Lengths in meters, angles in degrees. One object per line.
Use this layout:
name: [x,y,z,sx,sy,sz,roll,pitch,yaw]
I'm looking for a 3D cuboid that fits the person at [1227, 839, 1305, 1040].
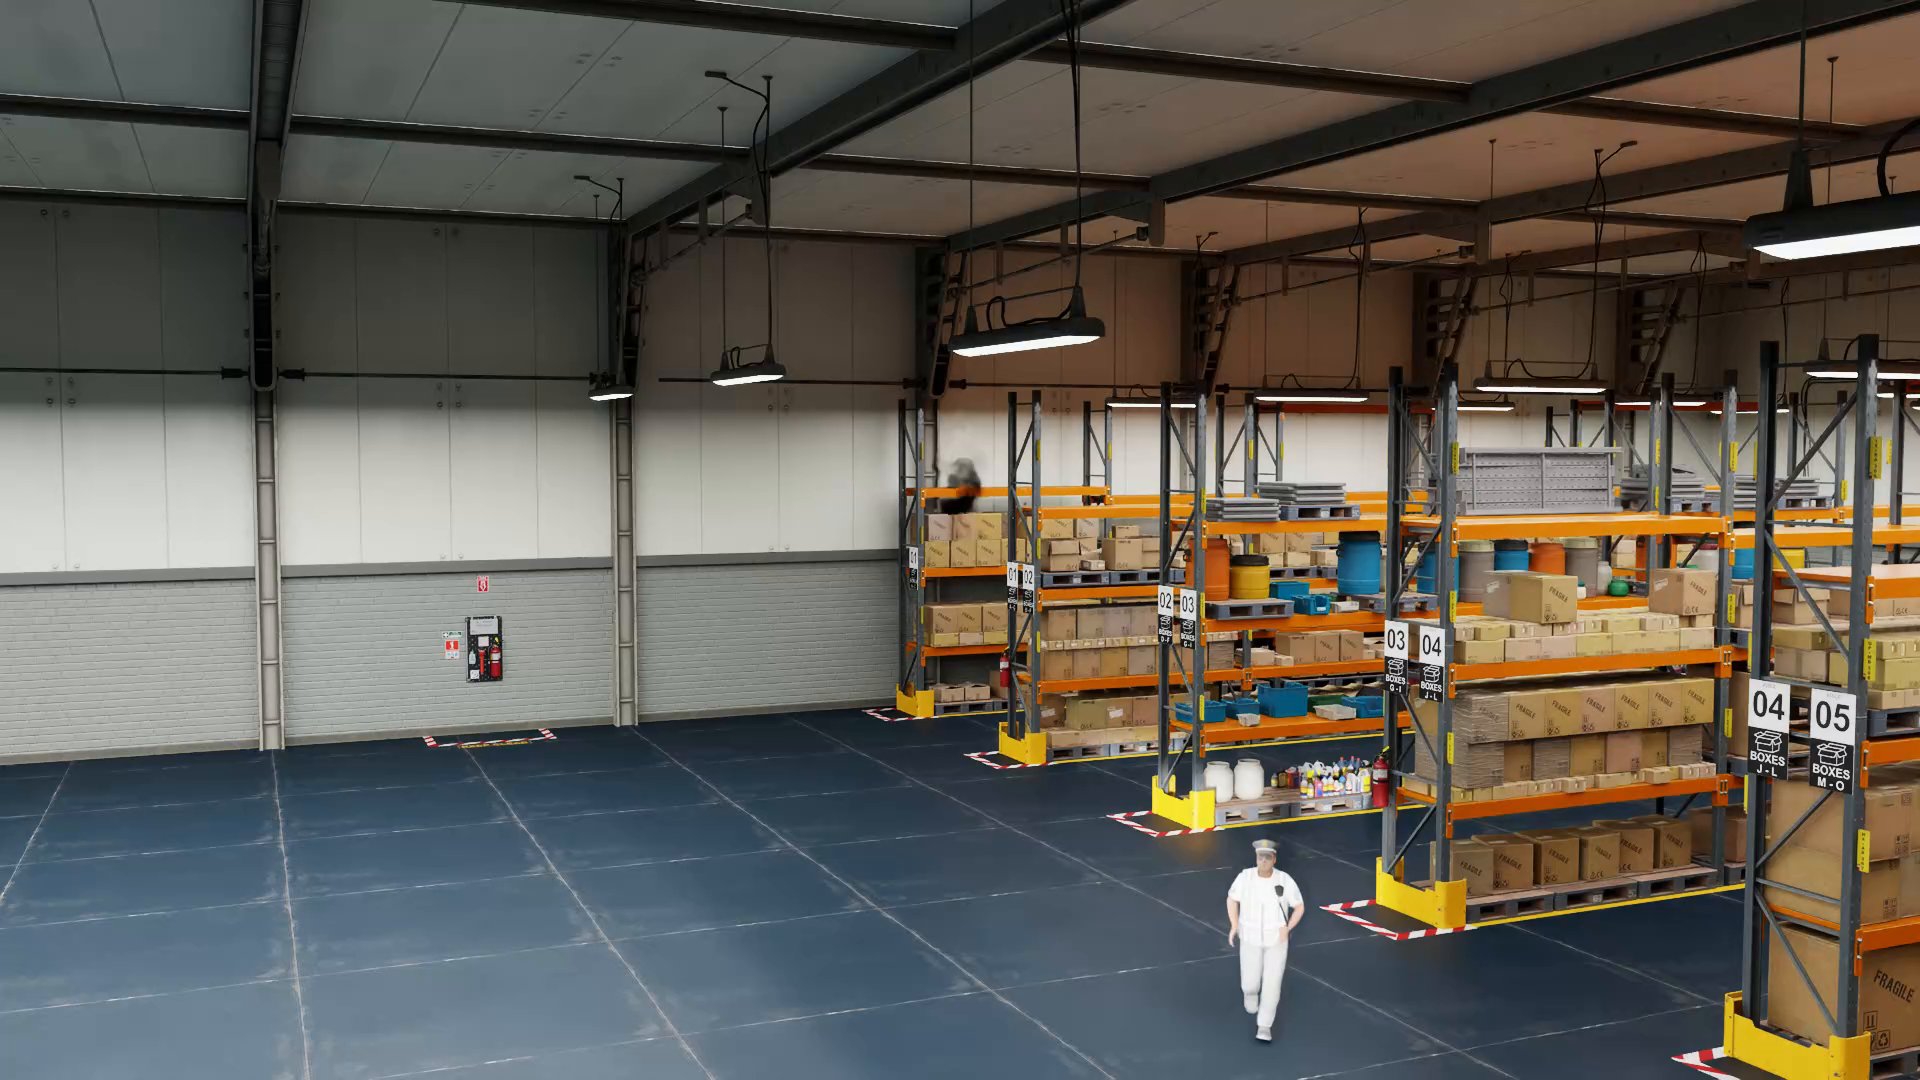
person: [2.647,3.457,14.480,0.661,1.725,0.591,1,3,13]
